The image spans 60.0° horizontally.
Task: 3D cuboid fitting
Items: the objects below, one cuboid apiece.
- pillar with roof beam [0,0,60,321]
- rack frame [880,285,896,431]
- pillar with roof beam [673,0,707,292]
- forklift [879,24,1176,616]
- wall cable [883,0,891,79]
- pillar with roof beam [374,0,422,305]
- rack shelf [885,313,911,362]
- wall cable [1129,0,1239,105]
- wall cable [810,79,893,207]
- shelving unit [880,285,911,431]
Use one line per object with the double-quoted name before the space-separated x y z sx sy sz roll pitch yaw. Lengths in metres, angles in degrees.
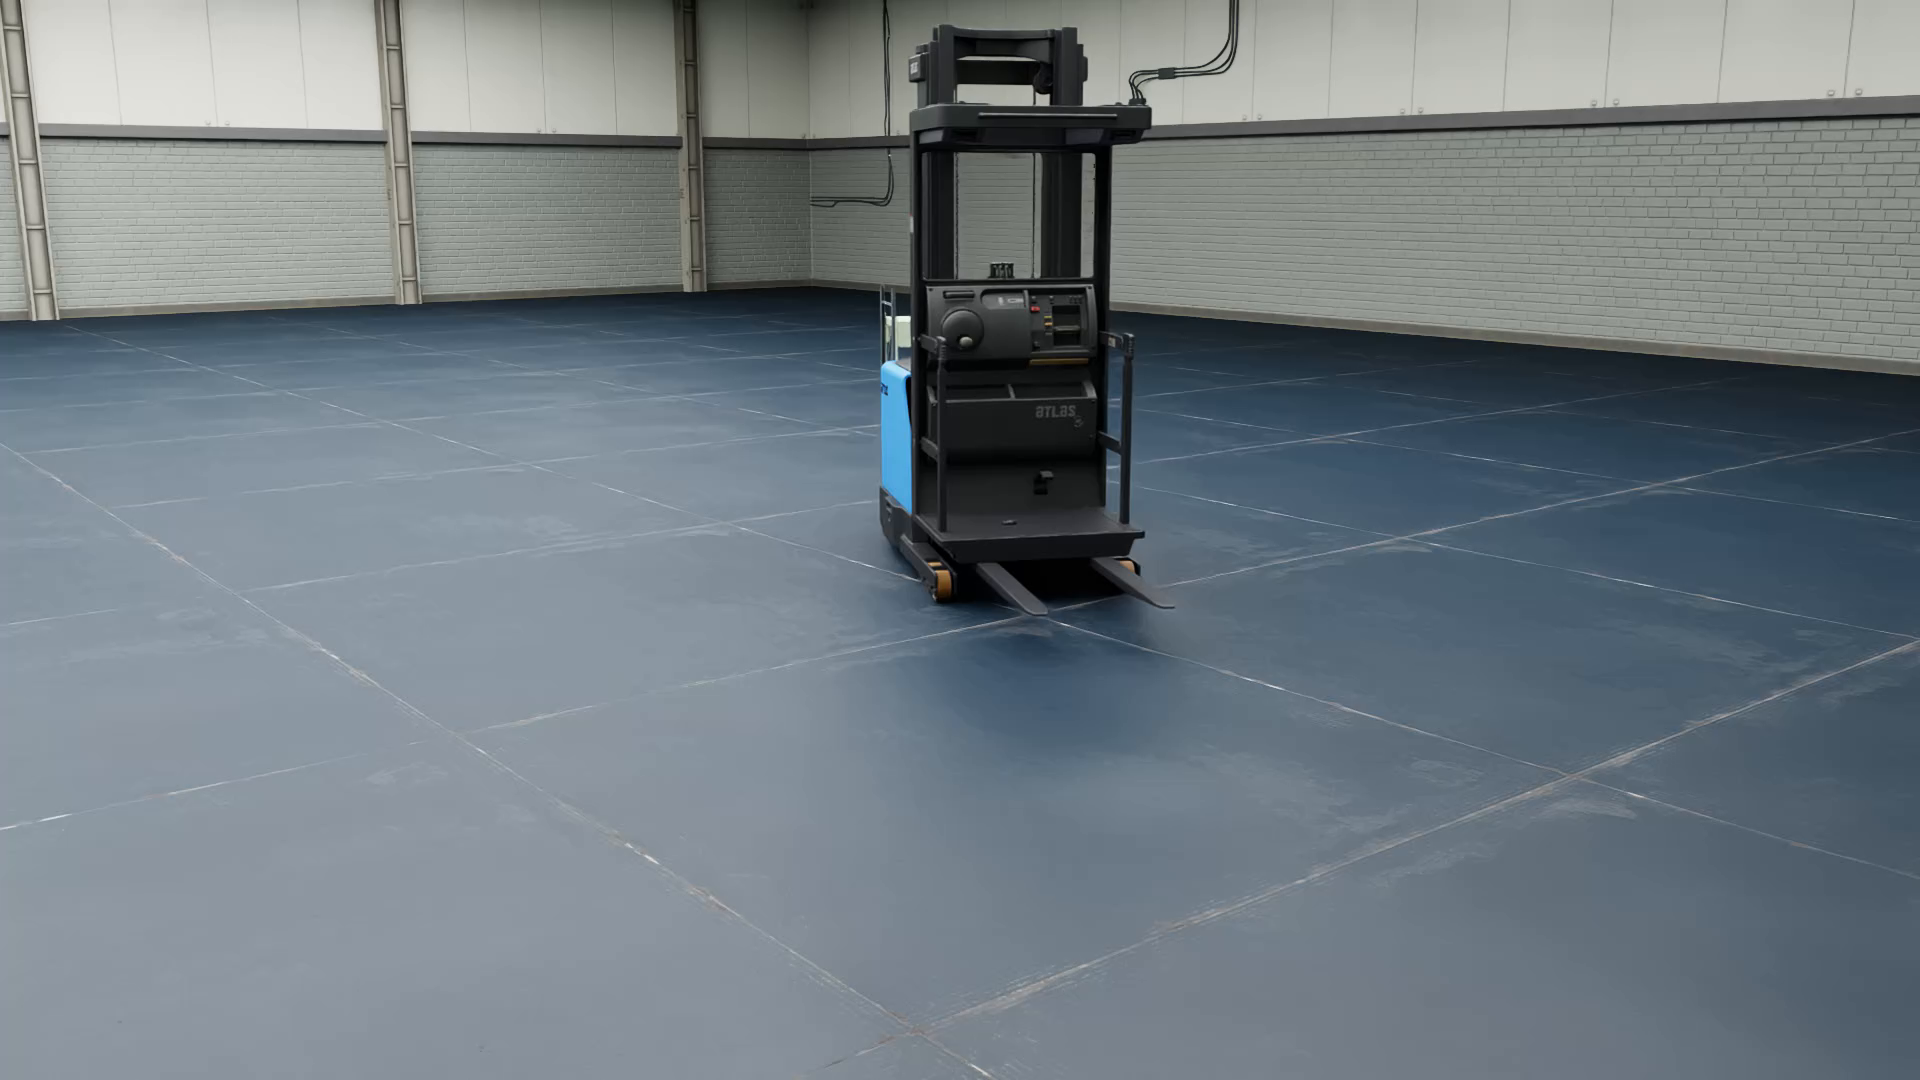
"pillar with roof beam" -12.142 -7.273 22.714 0.400 9.000 9.100 -9 15 -38
"rack frame" -0.448 -0.838 10.463 0.023 1.500 0.400 -3 12 -13
"pillar with roof beam" -2.772 -8.830 30.047 0.400 9.000 9.100 -9 15 -38
"forklift" 0.330 -1.202 8.731 1.130 2.935 3.031 -3 12 -12
"wall cable" -0.645 -10.209 31.857 0.112 2.526 3.097 -9 15 -38
"pillar with roof beam" -7.457 -8.051 26.380 0.400 9.000 9.100 -9 15 -38
"rack shelf" -0.092 -1.237 10.465 0.720 0.370 0.431 -3 12 -13
"wall cable" 3.584 -9.817 26.511 0.169 6.003 2.305 -9 15 -38
"wall cable" -2.335 -8.177 34.448 0.112 2.526 3.097 -9 15 -38
"shelving unit" -0.092 -0.855 10.546 0.755 1.500 0.431 -3 12 -13
